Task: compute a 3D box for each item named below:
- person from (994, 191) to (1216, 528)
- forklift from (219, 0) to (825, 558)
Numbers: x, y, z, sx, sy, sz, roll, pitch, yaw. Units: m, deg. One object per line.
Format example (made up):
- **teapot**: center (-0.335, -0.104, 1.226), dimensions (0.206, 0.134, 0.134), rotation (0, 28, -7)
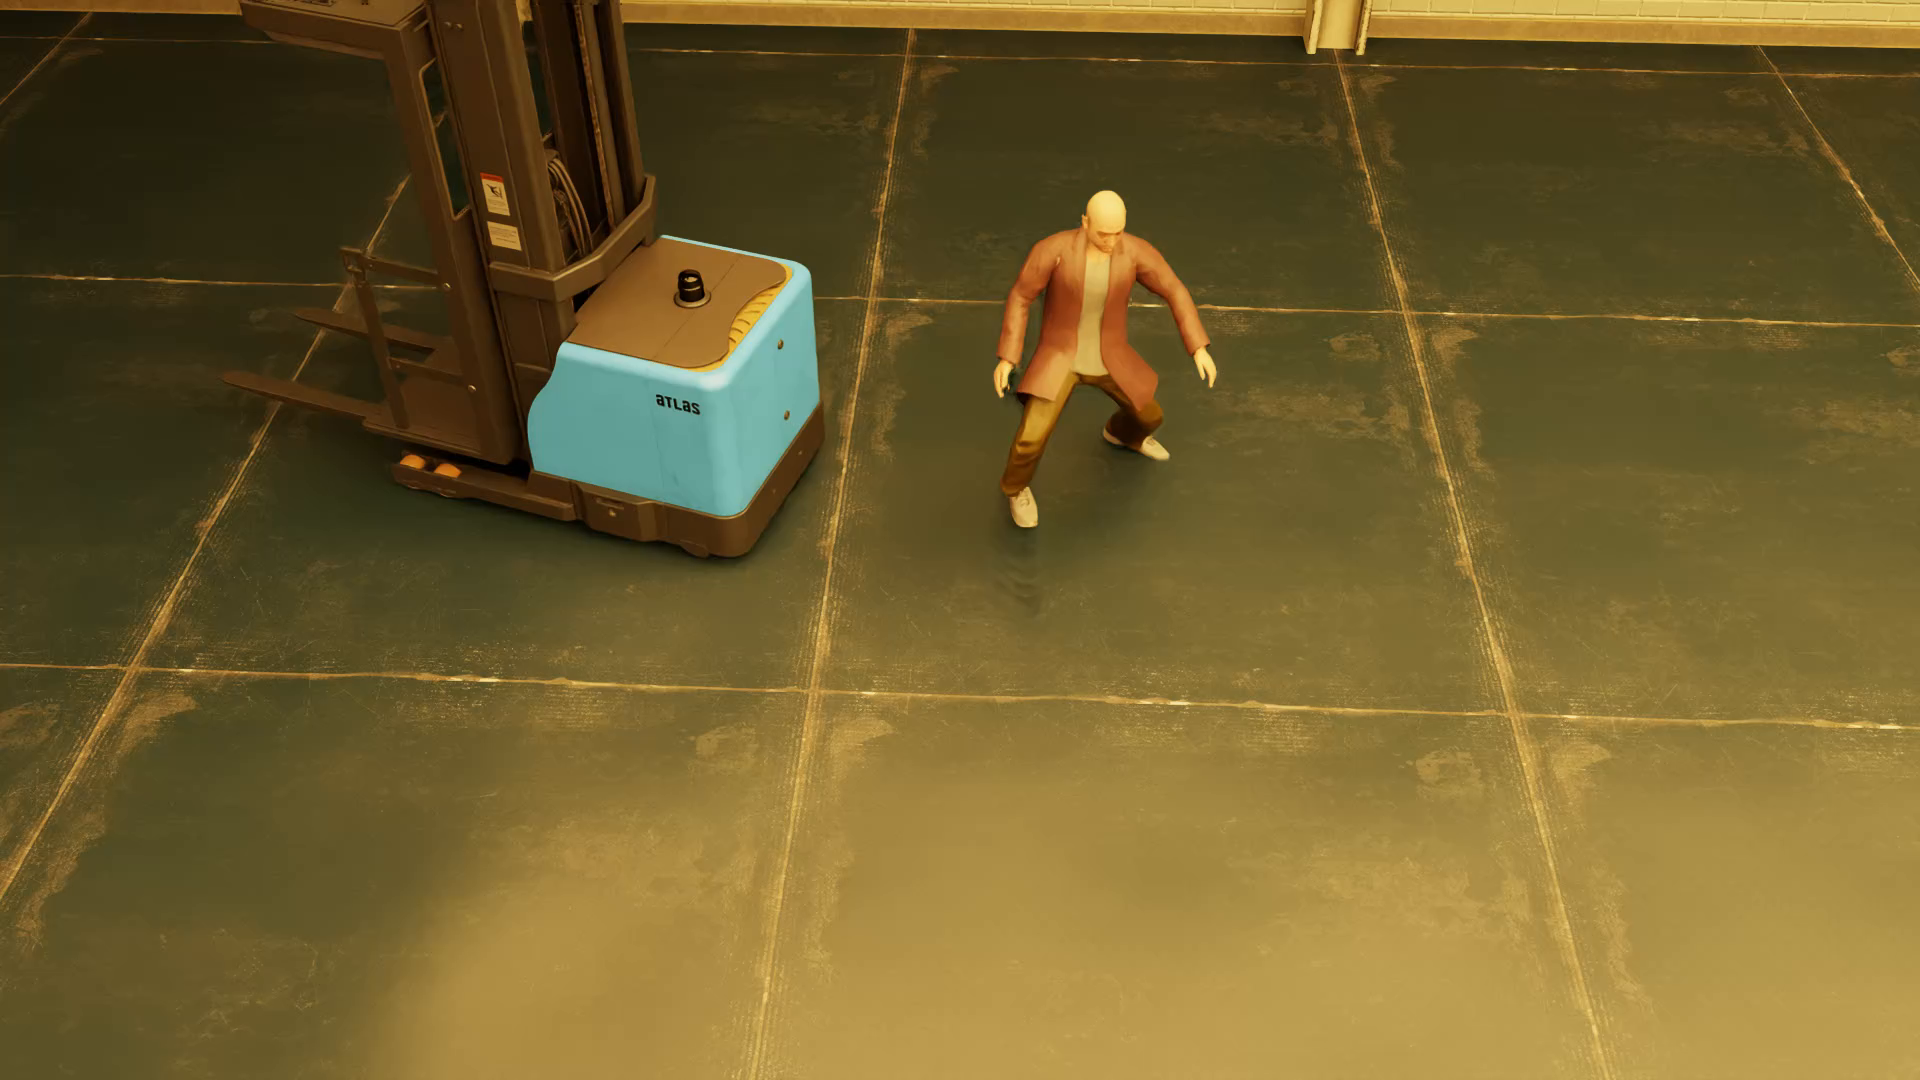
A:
- **person**: center (0.644, -0.859, 7.686), dimensions (1.001, 1.645, 0.781), rotation (-4, 43, -5)
- **forklift**: center (-2.251, -1.609, 7.505), dimensions (3.031, 2.935, 1.130), rotation (14, 44, 15)
